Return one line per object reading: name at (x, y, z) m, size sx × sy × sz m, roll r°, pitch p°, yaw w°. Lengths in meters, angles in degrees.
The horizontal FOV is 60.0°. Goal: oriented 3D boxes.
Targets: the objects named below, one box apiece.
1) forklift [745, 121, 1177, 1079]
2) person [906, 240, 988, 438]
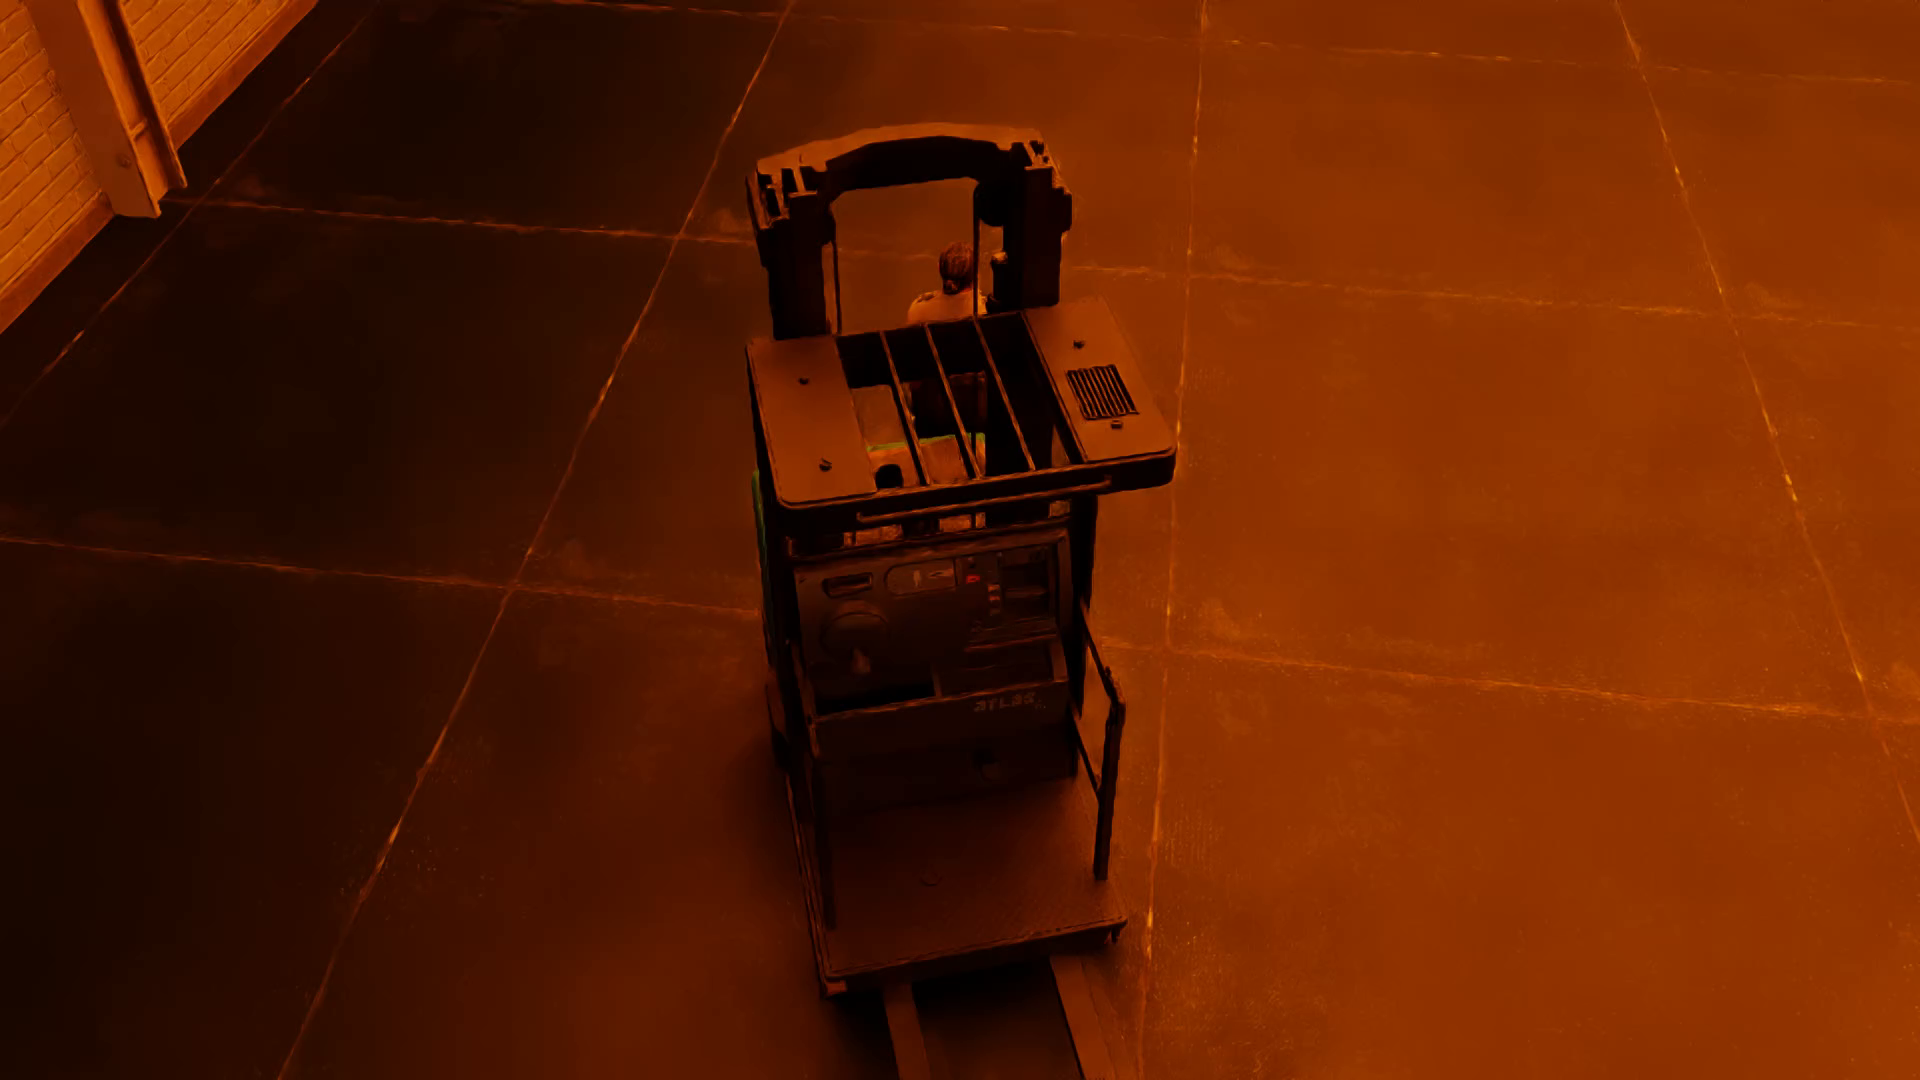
forklift at (-0.033, 0.297, 5.401) m, size 1.130 × 2.935 × 3.031 m, roll -8°, pitch 43°, yaw -9°
person at (0.010, -0.610, 7.350) m, size 0.480 × 1.639 × 0.349 m, roll 5°, pitch 43°, yaw 6°
